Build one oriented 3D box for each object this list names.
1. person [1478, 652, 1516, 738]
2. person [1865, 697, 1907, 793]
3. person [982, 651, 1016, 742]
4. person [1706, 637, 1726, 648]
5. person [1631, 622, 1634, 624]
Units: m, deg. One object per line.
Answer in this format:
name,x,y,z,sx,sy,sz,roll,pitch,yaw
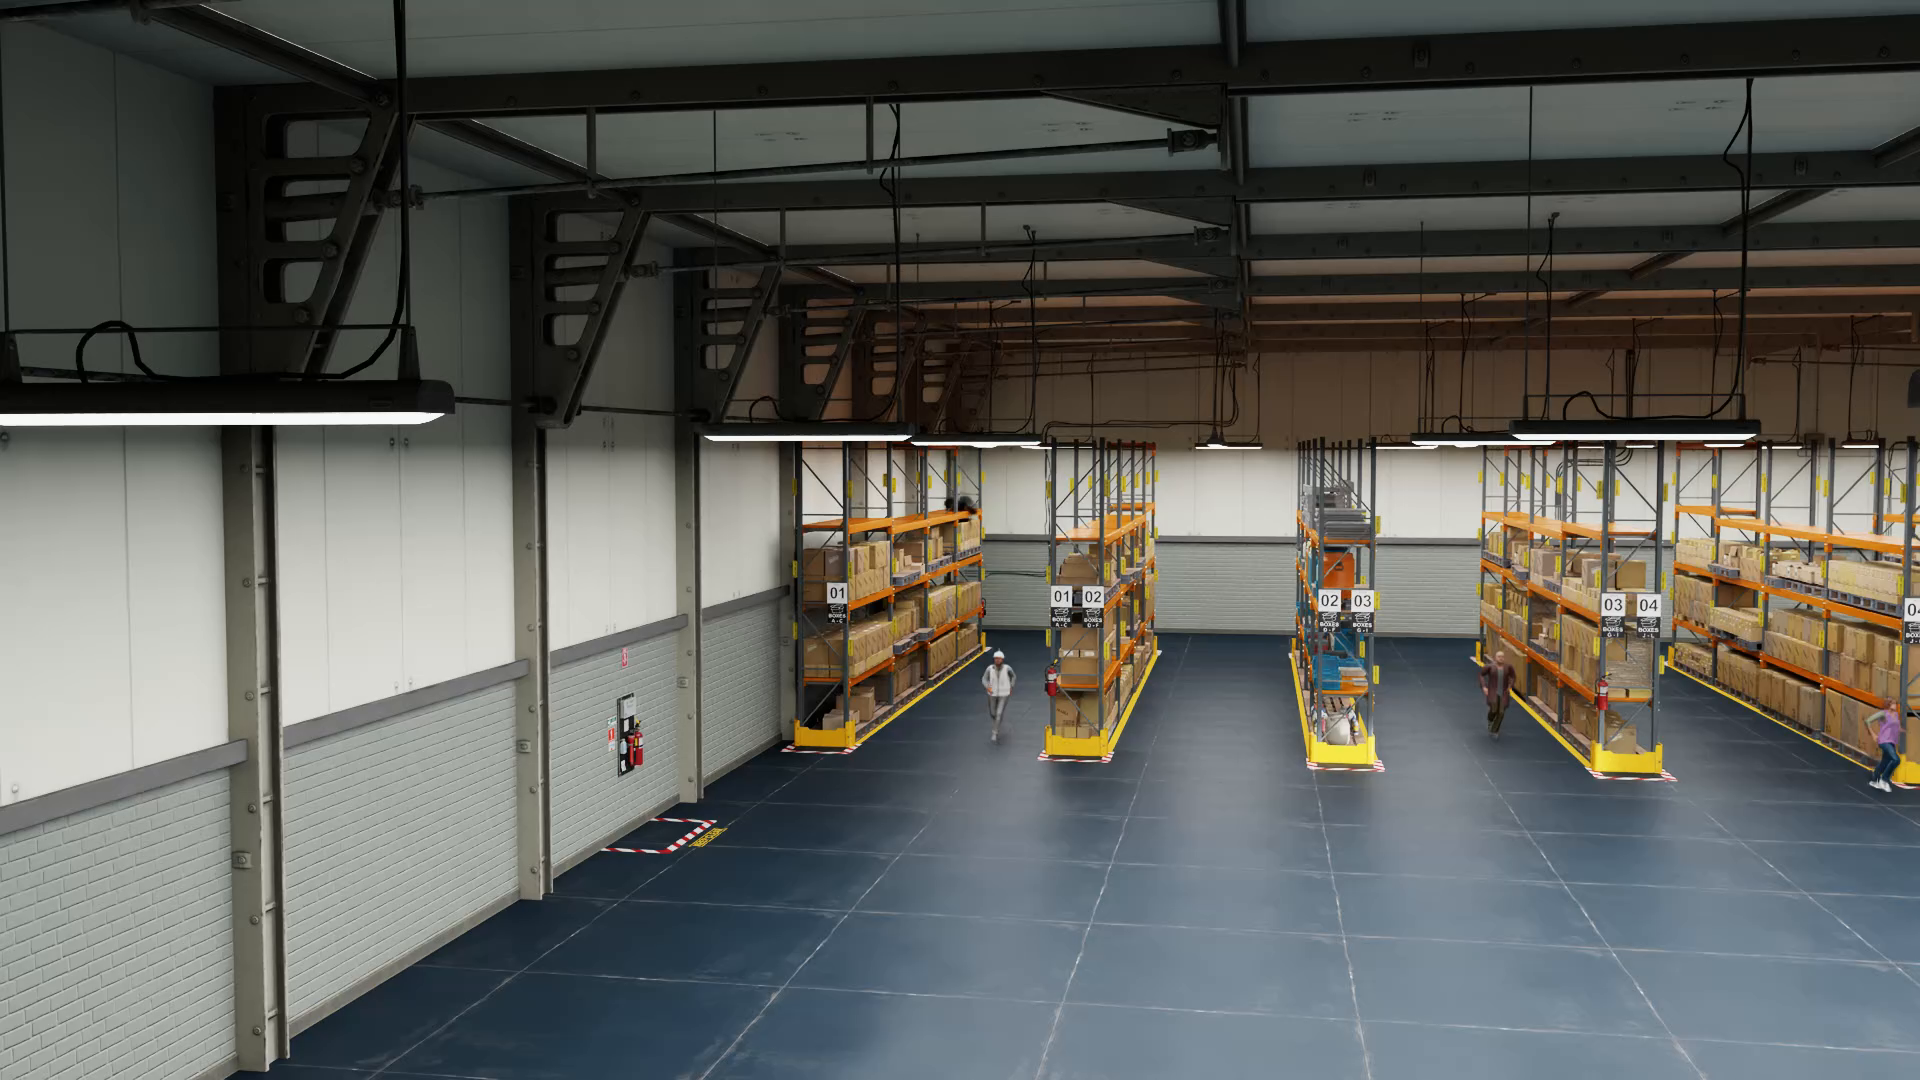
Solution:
person,10.785,3.096,33.319,0.723,1.734,0.616,0,3,5
person,15.633,3.440,28.003,0.522,1.602,0.653,-2,3,-29
person,0.778,3.093,33.286,0.683,1.766,0.917,0,3,9
person,20.674,2.486,45.655,0.613,1.649,0.799,-2,4,-33
person,16.930,2.629,42.606,0.657,1.735,1.013,1,3,9
